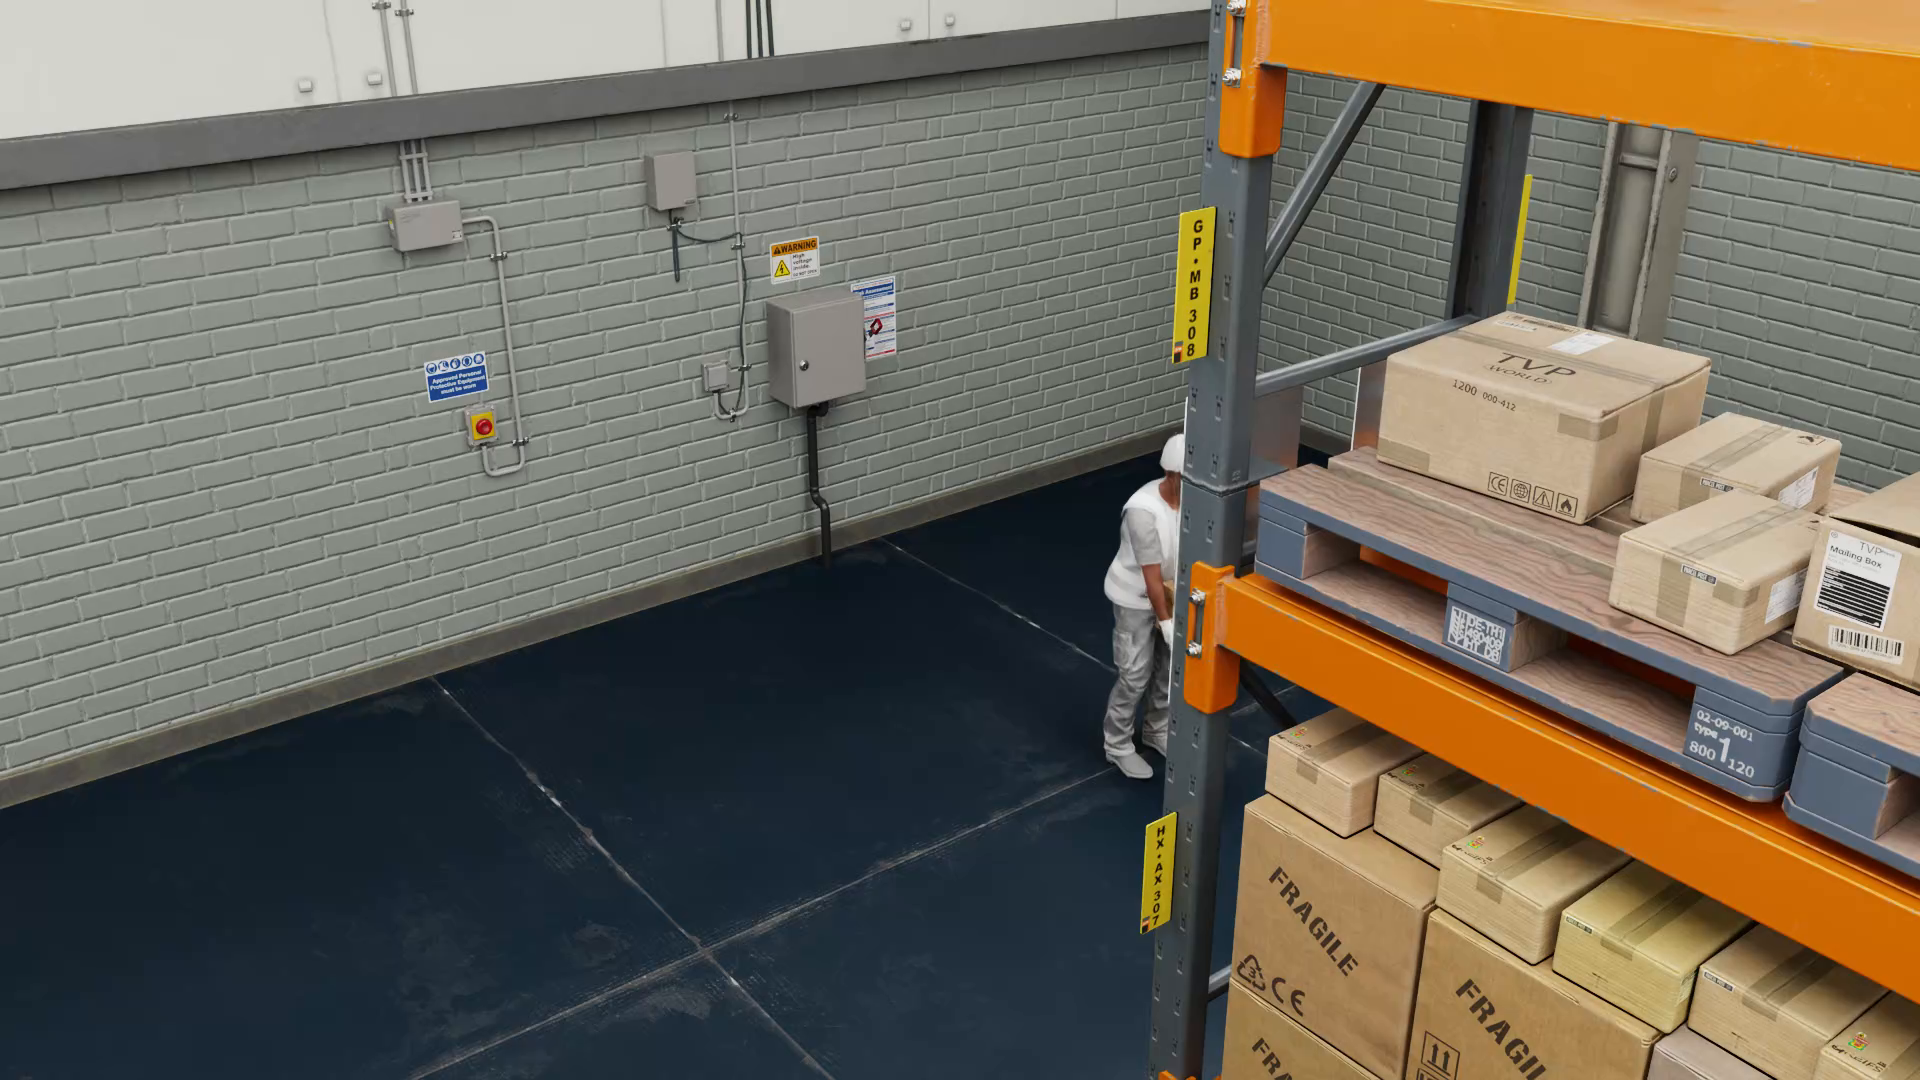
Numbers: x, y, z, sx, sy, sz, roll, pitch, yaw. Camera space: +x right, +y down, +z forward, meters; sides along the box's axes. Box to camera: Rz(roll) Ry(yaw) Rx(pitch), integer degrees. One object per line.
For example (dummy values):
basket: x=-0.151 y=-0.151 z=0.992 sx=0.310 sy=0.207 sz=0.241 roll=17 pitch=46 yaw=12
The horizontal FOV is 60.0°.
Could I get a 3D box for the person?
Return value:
person: x=0.995 y=0.312 z=7.921 sx=0.487 sy=1.761 sz=0.605 roll=-19 pitch=30 yaw=-35
